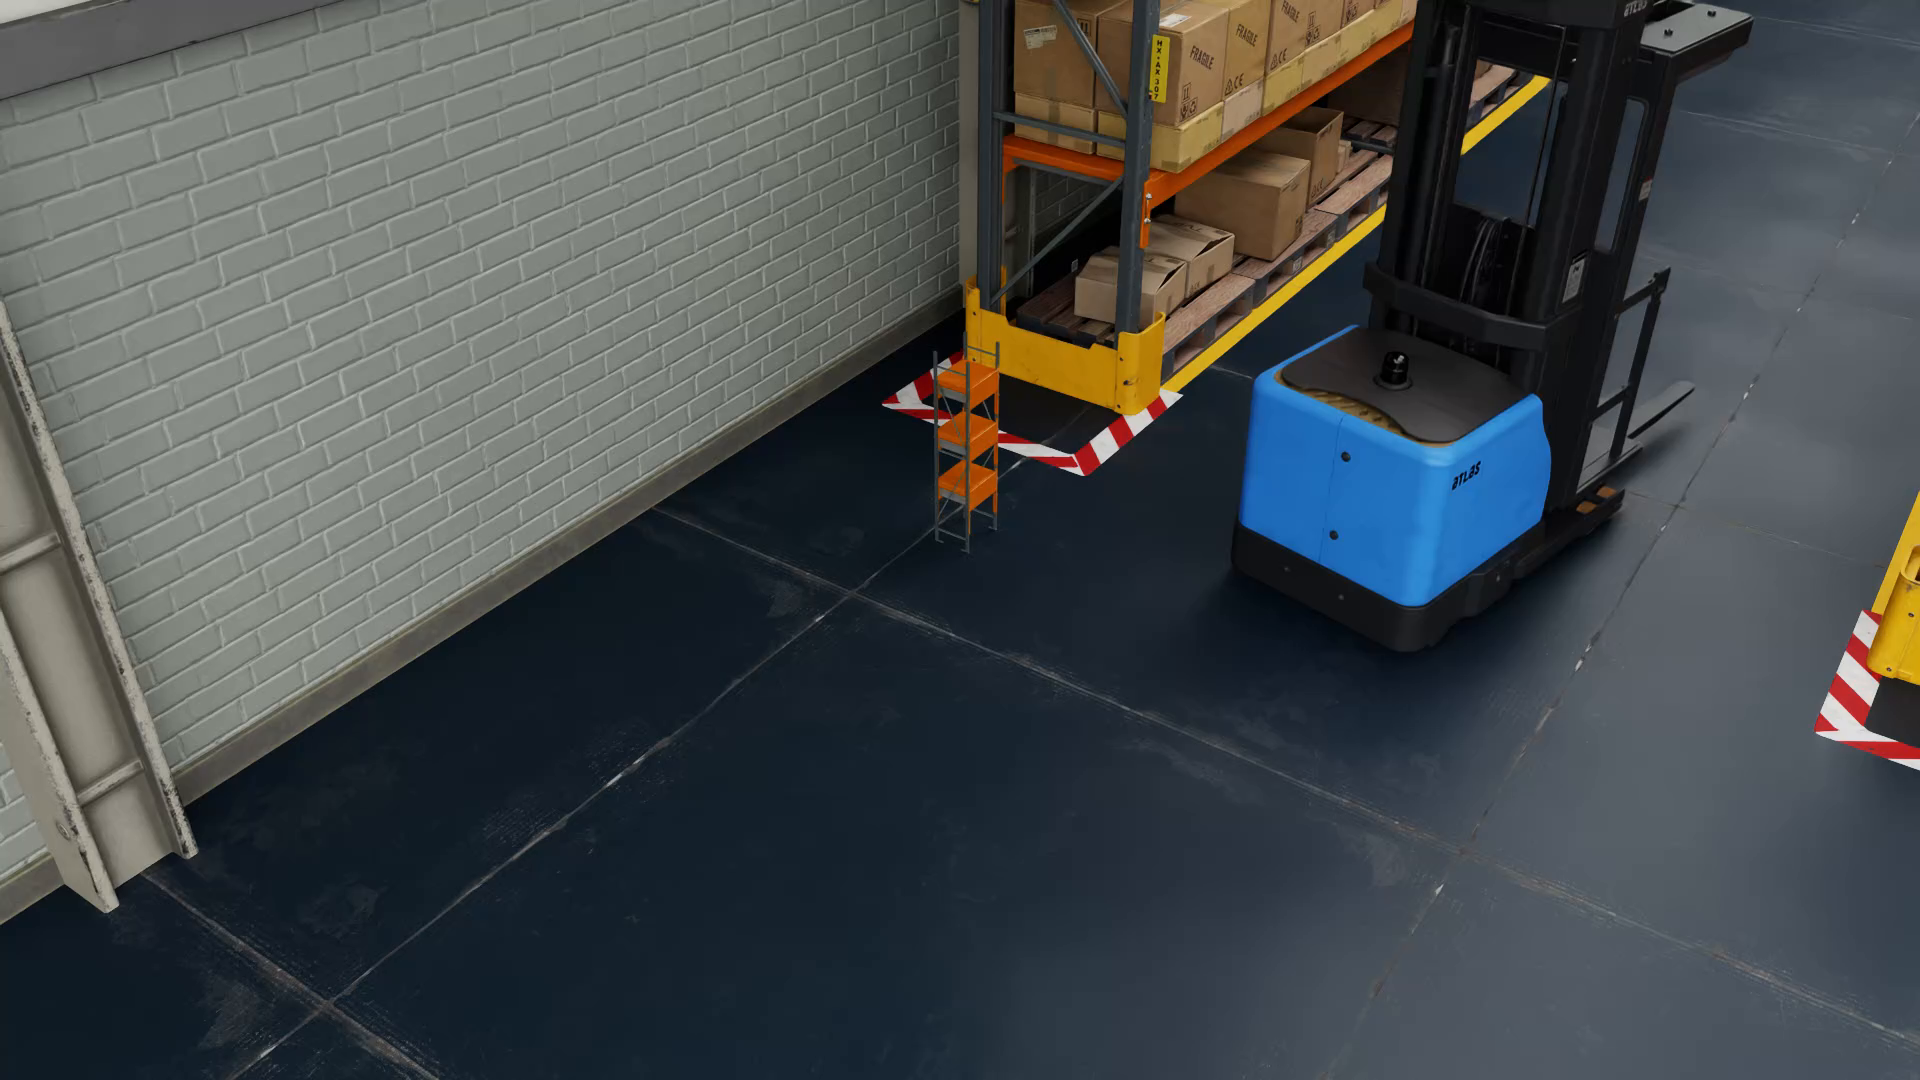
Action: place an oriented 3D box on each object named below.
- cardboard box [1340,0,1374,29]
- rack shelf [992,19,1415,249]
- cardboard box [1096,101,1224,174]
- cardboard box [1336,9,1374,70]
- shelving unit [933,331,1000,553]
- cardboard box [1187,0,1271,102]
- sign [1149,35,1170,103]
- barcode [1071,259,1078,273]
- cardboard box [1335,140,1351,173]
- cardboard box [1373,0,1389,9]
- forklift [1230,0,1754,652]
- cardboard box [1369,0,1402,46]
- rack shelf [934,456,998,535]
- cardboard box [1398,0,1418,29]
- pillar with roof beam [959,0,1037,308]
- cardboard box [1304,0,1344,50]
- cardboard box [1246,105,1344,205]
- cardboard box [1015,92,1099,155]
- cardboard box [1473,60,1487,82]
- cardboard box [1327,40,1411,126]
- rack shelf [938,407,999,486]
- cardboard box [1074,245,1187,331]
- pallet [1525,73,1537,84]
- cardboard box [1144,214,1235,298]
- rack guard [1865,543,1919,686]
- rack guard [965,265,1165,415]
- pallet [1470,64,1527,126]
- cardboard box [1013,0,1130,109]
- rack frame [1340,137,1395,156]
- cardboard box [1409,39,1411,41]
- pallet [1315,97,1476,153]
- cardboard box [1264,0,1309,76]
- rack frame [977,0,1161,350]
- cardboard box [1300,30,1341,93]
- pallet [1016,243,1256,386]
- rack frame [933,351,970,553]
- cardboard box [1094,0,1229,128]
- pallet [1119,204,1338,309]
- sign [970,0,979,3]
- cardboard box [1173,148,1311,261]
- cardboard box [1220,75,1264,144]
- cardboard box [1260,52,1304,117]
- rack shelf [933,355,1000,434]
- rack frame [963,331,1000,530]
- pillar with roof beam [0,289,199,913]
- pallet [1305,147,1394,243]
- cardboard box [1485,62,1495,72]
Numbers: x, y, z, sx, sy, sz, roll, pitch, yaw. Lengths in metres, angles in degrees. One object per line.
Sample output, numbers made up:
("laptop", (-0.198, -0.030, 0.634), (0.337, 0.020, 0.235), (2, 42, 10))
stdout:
("cardboard box", (2.230, -3.475, 10.158), (0.500, 0.500, 0.500), (20, 39, 27))
("rack shelf", (1.681, -2.776, 10.320), (1.077, 0.370, 4.000), (21, 39, 28))
("cardboard box", (1.079, -2.223, 8.976), (0.500, 0.250, 0.500), (20, 39, 27))
("cardboard box", (2.235, -3.163, 10.366), (0.500, 0.250, 0.500), (21, 39, 28))
("shelving unit", (0.031, -0.460, 7.992), (0.215, 1.050, 0.252), (21, 39, 28))
("cardboard box", (1.349, -2.759, 9.098), (0.500, 0.500, 0.500), (21, 40, 28))
("sign", (0.986, -2.339, 8.259), (0.100, 0.325, 0.005), (21, 39, 28))
("barcode", (0.690, -1.652, 10.014), (0.001, 0.075, 0.075), (21, 39, 28))
("cardboard box", (2.540, -2.748, 11.772), (0.380, 0.166, 0.250), (16, 37, 22))
("cardboard box", (2.525, -3.704, 10.496), (0.500, 0.500, 0.500), (21, 39, 28))
("forklift", (2.708, -1.430, 7.748), (3.031, 2.935, 1.130), (-28, 43, -35))
("cardboard box", (2.509, -3.399, 10.715), (0.500, 0.250, 0.500), (21, 40, 28))
("rack shelf", (0.031, -0.221, 8.154), (0.215, 0.259, 0.240), (21, 39, 28))
("cardboard box", (2.800, -3.626, 11.050), (0.500, 0.250, 0.500), (21, 40, 28))
("pillar with roof beam", (3.765, -3.862, 5.928), (9.100, 9.000, 0.400), (21, 39, 28))
("cardboard box", (1.934, -3.236, 9.804), (0.500, 0.500, 0.500), (23, 40, 30))
("cardboard box", (2.262, -2.651, 11.331), (0.500, 0.500, 0.500), (18, 38, 25))
("cardboard box", (0.647, -2.377, 9.204), (0.500, 0.250, 0.500), (22, 40, 29))
("cardboard box", (3.804, -3.961, 13.269), (0.700, 0.500, 0.500), (22, 40, 29))
("cardboard box", (3.227, -3.486, 12.565), (0.700, 0.500, 0.500), (23, 40, 30))
("rack shelf", (0.031, -0.451, 7.998), (0.215, 0.259, 0.240), (21, 39, 28))
("cardboard box", (1.009, -1.512, 9.816), (0.500, 0.311, 0.500), (17, 37, 23))
("pallet", (4.655, -4.321, 14.452), (1.003, 0.211, 1.213), (21, 39, 28))
("cardboard box", (1.334, -1.774, 10.204), (0.500, 0.311, 0.500), (25, 41, 32))
("rack guard", (4.598, 0.473, 7.104), (1.175, 0.500, 0.348), (21, 39, 28))
("rack guard", (0.583, -1.153, 9.509), (1.175, 0.500, 0.348), (21, 39, 28))
("pallet", (3.959, -3.762, 13.625), (1.003, 0.211, 1.213), (21, 39, 28))
("cardboard box", (0.634, -2.696, 9.005), (0.500, 0.500, 0.500), (21, 39, 28))
("rack frame", (2.821, -3.995, 11.479), (1.000, 3.000, 0.127), (21, 39, 28))
("cardboard box", (3.475, -4.000, 12.656), (0.500, 0.250, 0.500), (20, 39, 27))
("pallet", (3.264, -3.198, 12.791), (1.003, 0.211, 1.213), (21, 39, 28))
("cardboard box", (1.649, -2.994, 9.447), (0.500, 0.500, 0.500), (20, 39, 27))
("rack frame", (0.540, -2.154, 8.757), (1.000, 3.000, 0.127), (21, 39, 28))
("cardboard box", (1.949, -2.931, 10.023), (0.500, 0.250, 0.500), (22, 40, 29))
("pallet", (1.076, -1.396, 10.126), (1.003, 0.211, 1.213), (21, 39, 28))
("rack frame", (-0.039, -0.403, 7.909), (0.200, 1.050, 0.008), (21, 39, 28))
("cardboard box", (1.059, -2.534, 8.767), (0.500, 0.500, 0.500), (21, 39, 28))
("pallet", (1.772, -1.955, 10.953), (1.003, 0.211, 1.213), (21, 39, 28))
("sign", (0.096, -2.951, 8.620), (0.100, 0.325, 0.005), (21, 39, 28))
("cardboard box", (1.793, -2.174, 10.626), (0.700, 0.500, 0.500), (19, 38, 25))
("cardboard box", (1.364, -2.467, 9.336), (0.500, 0.250, 0.500), (20, 39, 27))
("cardboard box", (1.659, -2.699, 9.680), (0.500, 0.250, 0.500), (21, 39, 27))
("rack shelf", (0.031, -0.686, 7.839), (0.215, 0.259, 0.240), (21, 39, 28))
("rack frame", (0.100, -0.516, 8.075), (0.200, 1.050, 0.008), (21, 39, 28))
("pillar with roof beam", (0.344, -1.101, 1.845), (9.100, 9.000, 0.400), (21, 39, 28))
("pallet", (2.467, -2.519, 11.787), (1.003, 0.211, 1.213), (21, 39, 28))
("cardboard box", (4.085, -4.197, 13.617), (0.700, 0.500, 0.500), (21, 39, 28))
